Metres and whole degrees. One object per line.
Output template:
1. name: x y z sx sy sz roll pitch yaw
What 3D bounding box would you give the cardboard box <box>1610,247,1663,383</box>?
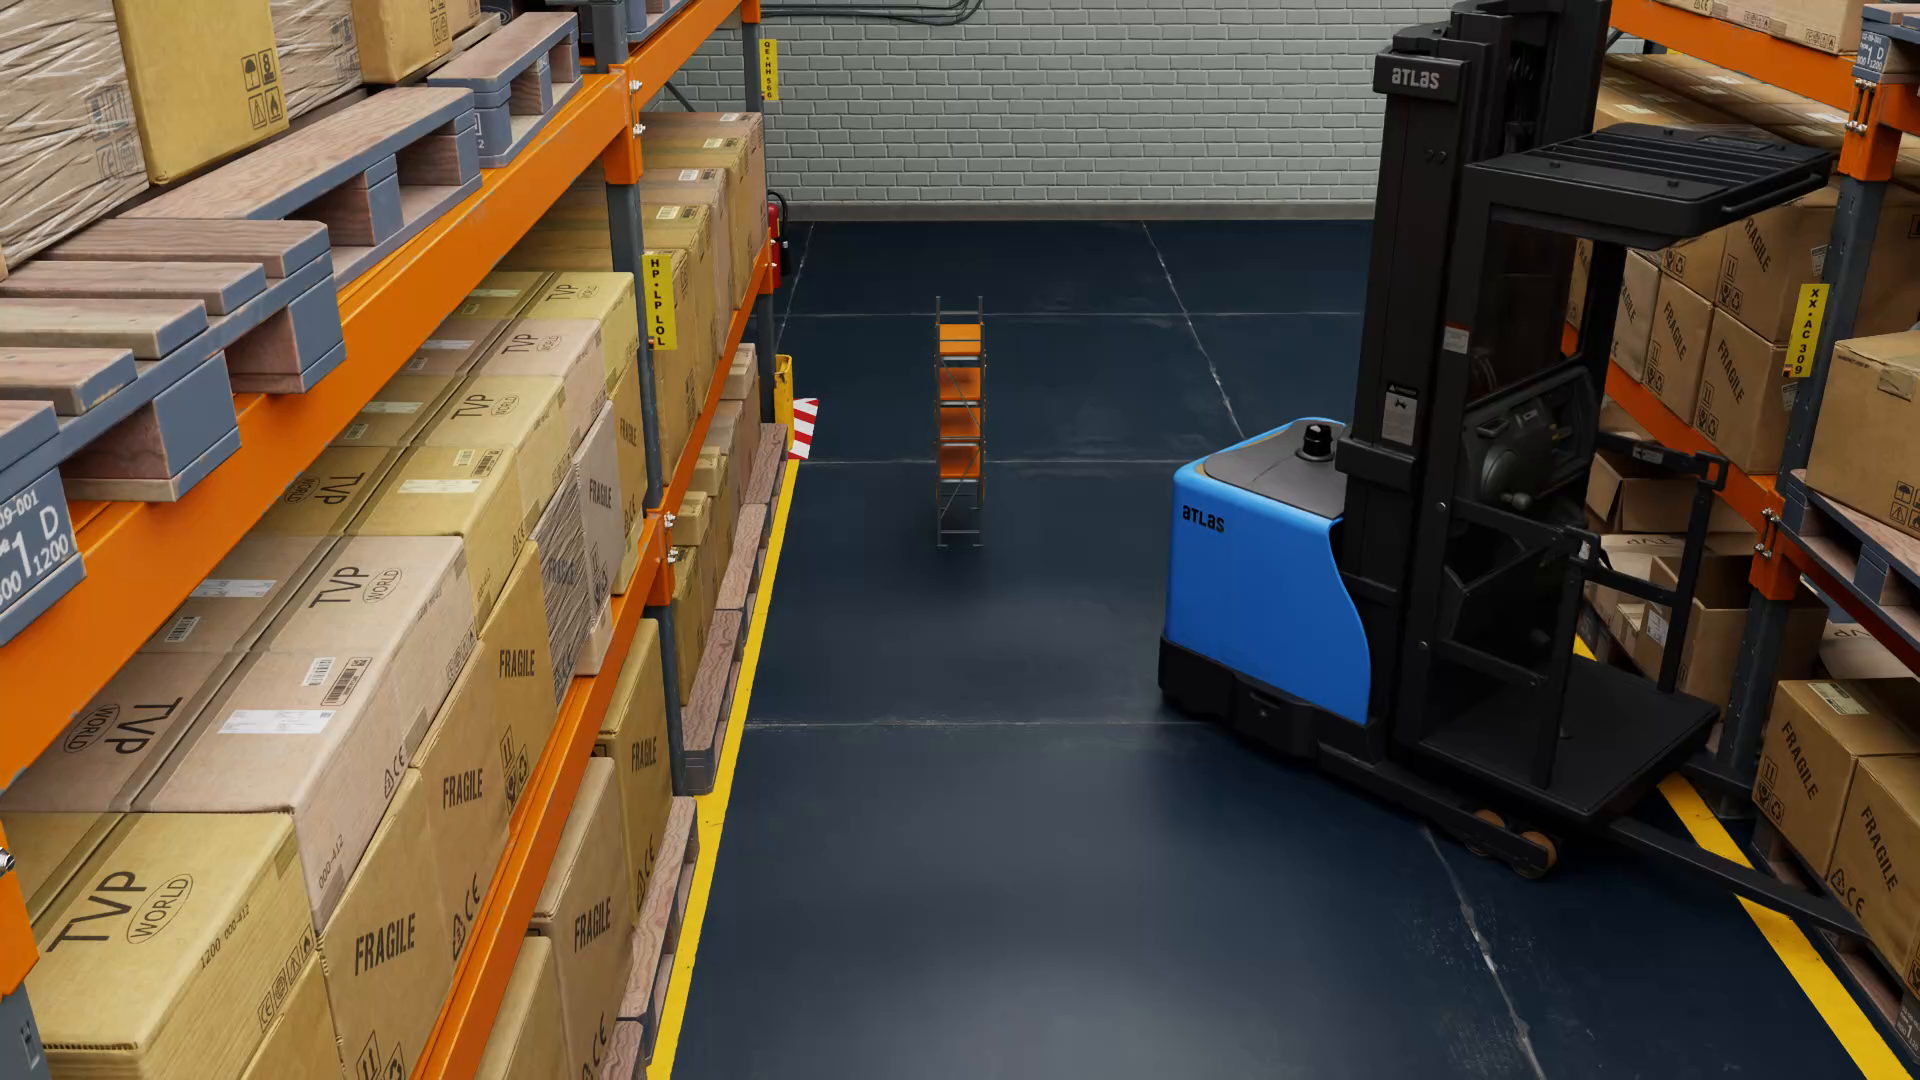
1. cardboard box: 3.128 -0.992 7.183 0.500 0.500 0.500 0 24 1

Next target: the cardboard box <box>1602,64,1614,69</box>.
1. cardboard box: 3.102 -2.283 8.823 0.500 0.500 0.500 0 24 1

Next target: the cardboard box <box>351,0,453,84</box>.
1. cardboard box: -1.578 -1.314 3.721 0.700 0.500 0.500 -1 24 -2

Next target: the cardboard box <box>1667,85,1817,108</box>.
1. cardboard box: 3.658 -1.863 7.895 0.500 0.500 0.500 0 24 1

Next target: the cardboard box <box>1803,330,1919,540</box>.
1. cardboard box: 3.186 -0.358 5.272 0.700 0.500 0.500 -9 26 -18

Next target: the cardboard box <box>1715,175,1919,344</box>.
1. cardboard box: 3.140 -1.026 6.044 0.500 0.500 0.500 0 24 0

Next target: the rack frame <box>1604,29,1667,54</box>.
1. rack frame: 3.361 -1.966 9.457 1.000 3.000 0.127 0 24 -1

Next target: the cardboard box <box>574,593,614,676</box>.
1. cardboard box: -1.216 0.269 4.796 0.380 0.149 0.250 0 24 -1

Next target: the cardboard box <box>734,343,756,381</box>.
1. cardboard box: -1.301 -0.950 8.947 0.380 0.149 0.250 -1 24 -1

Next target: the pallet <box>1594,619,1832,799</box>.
1. pallet: 3.398 0.670 7.013 1.003 0.211 1.213 0 24 -1

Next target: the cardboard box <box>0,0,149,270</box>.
1. cardboard box: -1.626 -0.676 2.310 0.700 0.500 0.500 -2 24 -3

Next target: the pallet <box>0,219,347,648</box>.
1. pallet: -1.565 -0.191 2.122 1.213 0.211 1.003 1 24 2

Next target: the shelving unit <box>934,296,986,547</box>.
1. shelving unit: -0.002 -0.615 8.654 0.258 1.200 0.503 0 24 -1

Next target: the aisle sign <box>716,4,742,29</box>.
1. aisle sign: -1.293 -3.158 8.937 0.394 0.787 0.004 0 24 -1

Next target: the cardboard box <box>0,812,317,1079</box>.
1. cardboard box: -1.252 0.622 2.317 0.500 0.250 0.500 0 24 1

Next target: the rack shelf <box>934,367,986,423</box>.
1. rack shelf: -0.002 -0.757 8.589 0.258 0.148 0.480 0 24 -1

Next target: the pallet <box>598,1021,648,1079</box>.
1. pallet: -1.448 1.798 4.518 1.003 0.211 1.213 0 24 -1

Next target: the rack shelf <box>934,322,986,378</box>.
1. rack shelf: -0.002 -0.973 8.492 0.258 0.148 0.480 0 24 -1

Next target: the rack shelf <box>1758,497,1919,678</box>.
1. rack shelf: 3.427 0.834 4.139 1.077 0.370 4.000 0 24 -1

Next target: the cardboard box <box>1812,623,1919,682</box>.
1. cardboard box: 3.617 0.533 6.661 0.500 0.311 0.500 0 24 -1

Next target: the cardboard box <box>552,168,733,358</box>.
1. cardboard box: -1.558 -1.255 7.520 0.980 0.700 0.700 -1 24 -3

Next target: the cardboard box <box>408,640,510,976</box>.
1. cardboard box: -1.255 0.542 3.404 0.500 0.500 0.500 0 24 -1

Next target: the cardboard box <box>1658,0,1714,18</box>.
1. cardboard box: 3.125 -2.227 6.577 0.500 0.250 0.500 0 24 -1

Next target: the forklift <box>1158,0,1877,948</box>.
1. forklift: 2.241 -0.348 5.963 1.130 2.935 3.031 -22 32 -39

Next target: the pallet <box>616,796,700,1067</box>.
1. pallet: -1.465 1.294 5.632 1.003 0.211 1.213 0 24 -1

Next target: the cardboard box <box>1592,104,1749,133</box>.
1. cardboard box: 3.123 -1.652 7.428 0.500 0.500 0.500 0 24 -1

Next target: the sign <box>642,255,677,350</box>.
1. sign: -1.006 -0.792 5.552 0.100 0.325 0.005 0 24 -1

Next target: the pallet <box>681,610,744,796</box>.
1. pallet: -1.479 0.663 7.028 1.003 0.211 1.213 0 24 -1

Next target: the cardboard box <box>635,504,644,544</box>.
1. cardboard box: -1.262 -0.051 5.502 0.380 0.149 0.250 0 24 0

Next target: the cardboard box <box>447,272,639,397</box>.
1. cardboard box: -1.288 -0.635 5.096 0.500 0.250 0.500 0 24 1

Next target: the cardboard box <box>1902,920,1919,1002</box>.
1. cardboard box: 3.181 1.247 4.853 0.500 0.500 0.500 0 24 0

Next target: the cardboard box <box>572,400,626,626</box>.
1. cardboard box: -1.276 -0.085 4.791 0.500 0.500 0.500 0 24 0

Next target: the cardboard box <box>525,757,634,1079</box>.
1. cardboard box: -1.399 1.128 4.716 0.750 0.750 0.750 0 24 1

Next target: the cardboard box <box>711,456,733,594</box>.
1. cardboard box: -1.460 -0.074 7.796 0.700 0.500 0.500 0 24 1

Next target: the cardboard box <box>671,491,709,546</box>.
1. cardboard box: -1.275 -0.092 7.051 0.380 0.149 0.250 1 24 1

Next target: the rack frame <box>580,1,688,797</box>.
1. rack frame: -1.548 -0.294 5.760 1.000 3.000 0.127 0 24 -1

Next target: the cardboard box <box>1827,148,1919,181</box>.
1. cardboard box: 3.675 -1.227 6.488 0.500 0.500 0.500 -1 24 -2

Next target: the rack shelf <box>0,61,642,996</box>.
1. rack shelf: -1.527 -0.509 3.468 1.077 0.370 4.000 0 24 -1

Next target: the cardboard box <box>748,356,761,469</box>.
1. cardboard box: -1.484 -0.707 9.196 0.700 0.500 0.500 0 24 -1

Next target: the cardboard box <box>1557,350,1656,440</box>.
1. cardboard box: 3.613 -0.805 9.388 0.500 0.500 0.500 0 24 -1

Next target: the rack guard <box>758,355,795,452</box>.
1. rack guard: -1.592 -0.813 9.941 1.175 0.500 0.348 0 24 -1

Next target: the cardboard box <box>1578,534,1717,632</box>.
1. cardboard box: 3.107 0.164 7.476 0.500 0.311 0.500 0 24 -1
